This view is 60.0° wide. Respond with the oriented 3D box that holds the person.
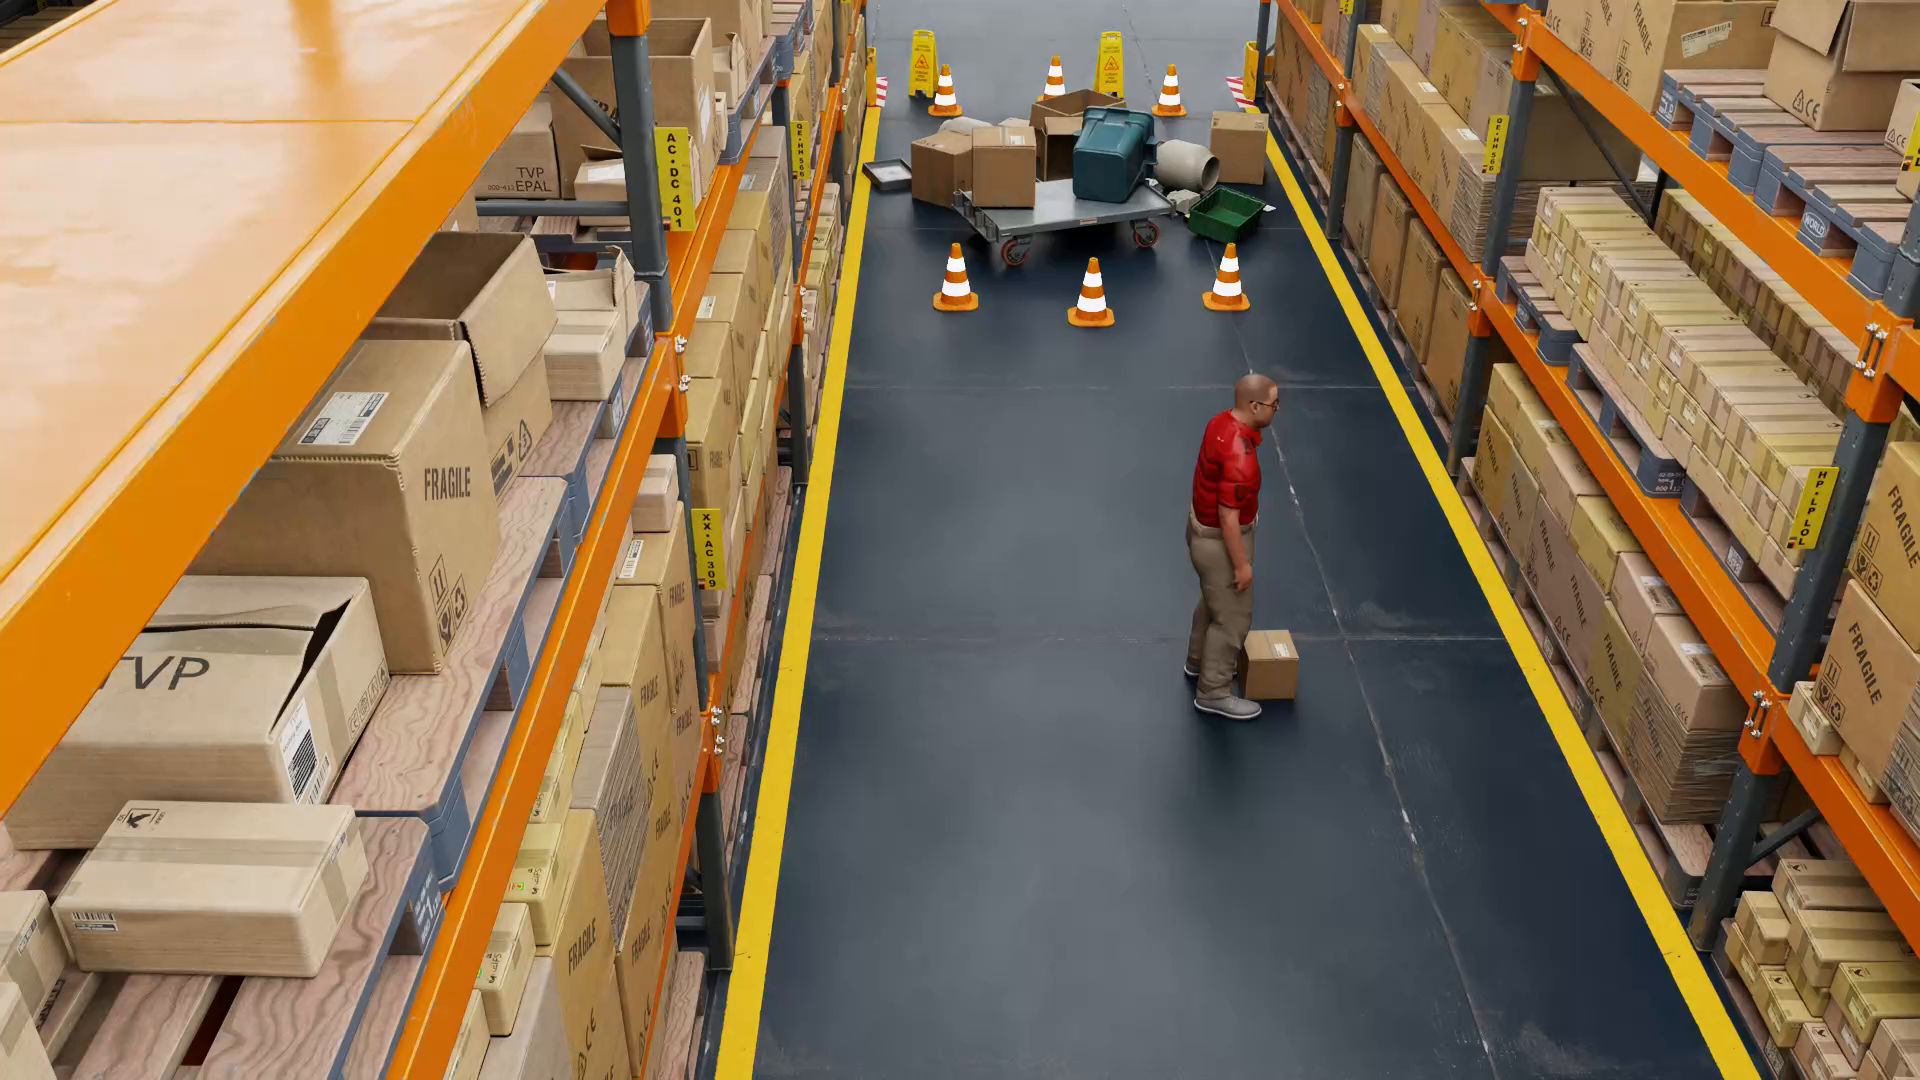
[{"bbox_3d":[1.287,0.004,7.945,0.395,1.727,0.586,0,31,0],"label":"person"}]
